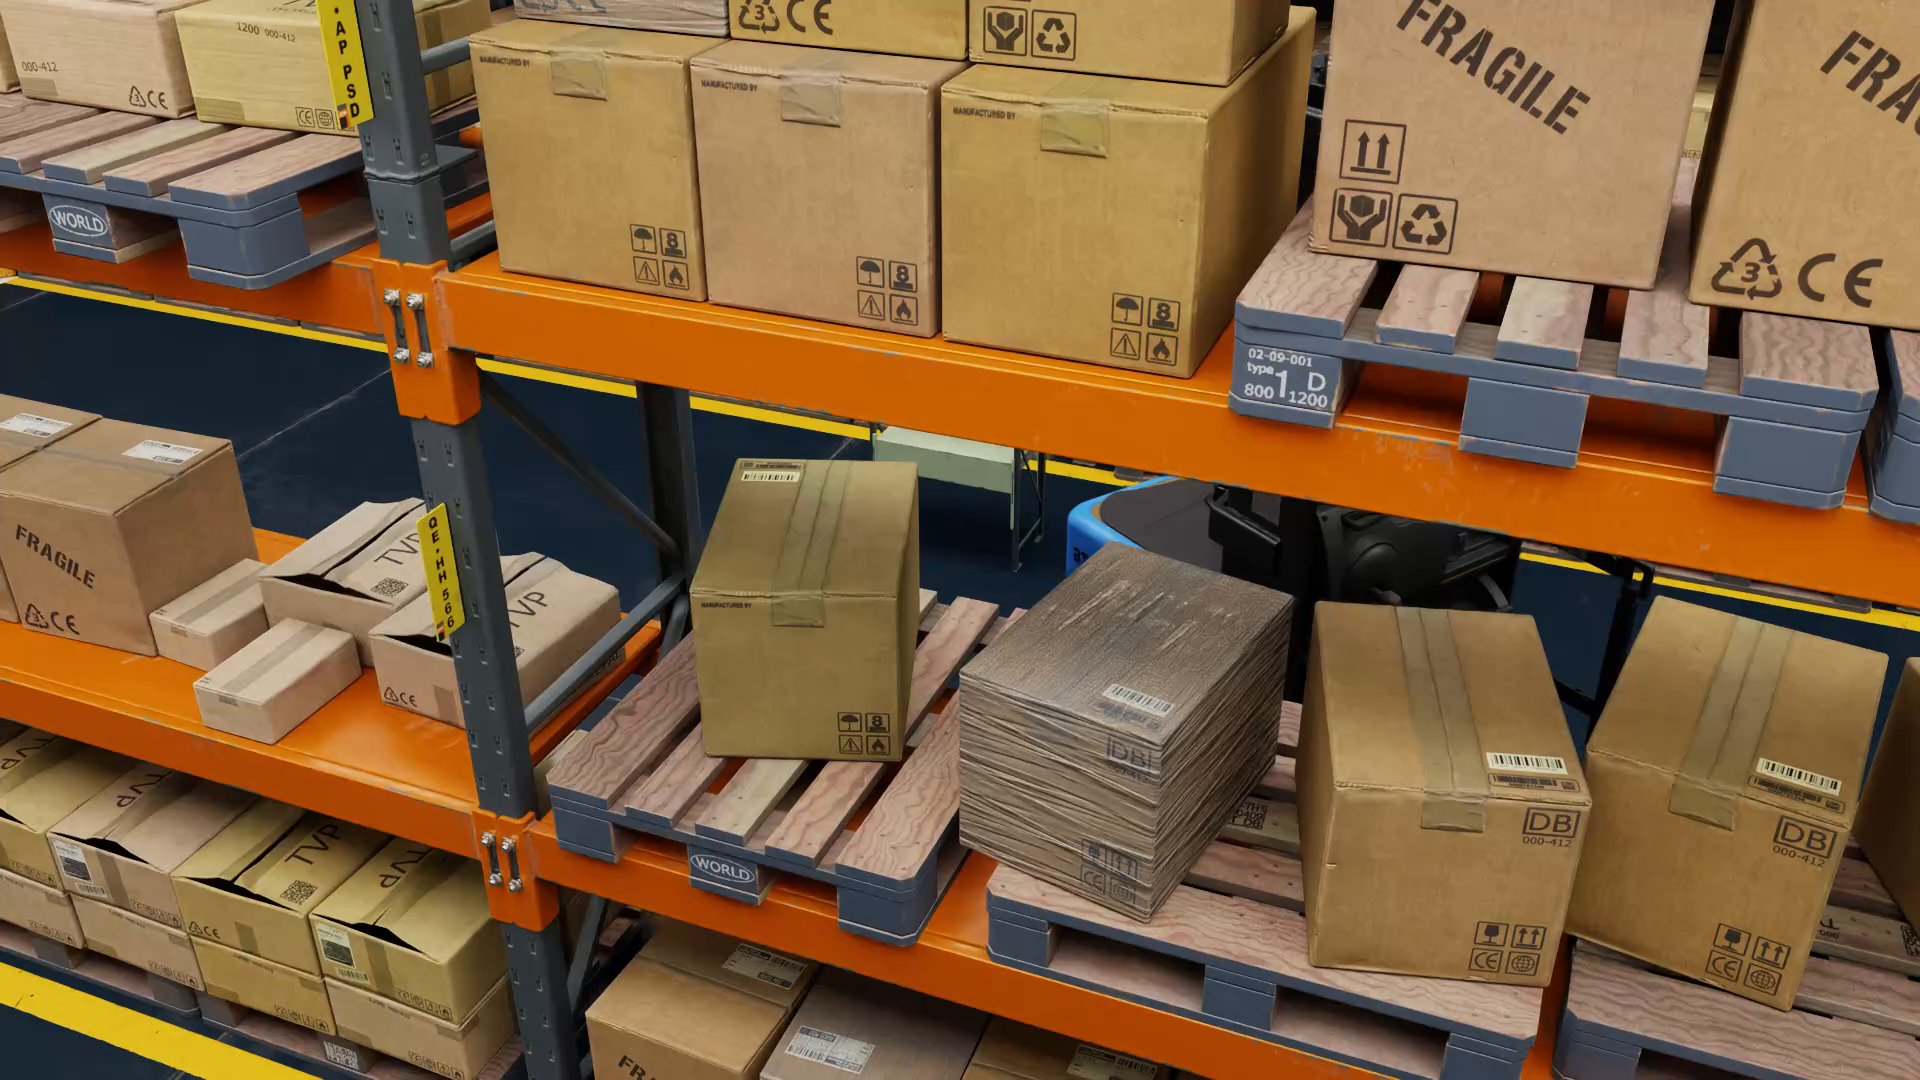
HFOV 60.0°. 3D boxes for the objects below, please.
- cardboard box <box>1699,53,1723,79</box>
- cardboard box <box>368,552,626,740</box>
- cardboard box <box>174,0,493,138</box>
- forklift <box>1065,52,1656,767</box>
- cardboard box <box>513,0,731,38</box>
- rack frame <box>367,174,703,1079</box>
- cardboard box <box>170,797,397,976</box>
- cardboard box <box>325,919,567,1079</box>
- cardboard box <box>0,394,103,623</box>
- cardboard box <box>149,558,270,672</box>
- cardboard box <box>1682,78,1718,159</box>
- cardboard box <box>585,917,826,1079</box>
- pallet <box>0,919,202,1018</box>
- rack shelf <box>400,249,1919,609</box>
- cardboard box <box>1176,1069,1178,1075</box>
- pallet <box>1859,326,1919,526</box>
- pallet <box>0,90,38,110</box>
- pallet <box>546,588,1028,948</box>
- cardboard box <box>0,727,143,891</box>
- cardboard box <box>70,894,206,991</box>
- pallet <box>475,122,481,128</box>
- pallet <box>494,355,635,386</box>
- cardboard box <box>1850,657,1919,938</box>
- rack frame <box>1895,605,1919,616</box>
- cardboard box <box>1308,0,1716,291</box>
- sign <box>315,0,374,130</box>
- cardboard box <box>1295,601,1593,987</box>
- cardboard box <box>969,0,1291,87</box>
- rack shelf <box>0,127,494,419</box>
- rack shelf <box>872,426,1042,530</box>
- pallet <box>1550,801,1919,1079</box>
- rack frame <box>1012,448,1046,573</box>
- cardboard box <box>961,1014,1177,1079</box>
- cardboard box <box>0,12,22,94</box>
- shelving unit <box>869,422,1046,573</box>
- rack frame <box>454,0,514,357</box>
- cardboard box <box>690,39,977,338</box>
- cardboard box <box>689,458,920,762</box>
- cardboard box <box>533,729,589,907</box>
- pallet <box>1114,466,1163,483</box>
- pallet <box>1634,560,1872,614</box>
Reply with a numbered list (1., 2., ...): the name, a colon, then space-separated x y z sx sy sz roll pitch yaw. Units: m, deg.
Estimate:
1. cardboard box: 3.277 -2.087 7.707 0.500 0.250 0.500 10 31 17
2. cardboard box: -1.327 0.280 4.796 0.500 0.311 0.500 13 32 22
3. cardboard box: -1.448 -1.153 3.919 0.500 0.250 0.500 9 31 15
4. forklift: 1.634 -0.002 5.275 1.130 2.935 3.031 -18 34 -29
5. cardboard box: -0.605 -1.372 3.463 0.500 0.500 0.500 11 31 19
6. rack frame: -1.007 0.329 4.620 0.127 3.000 1.000 11 31 19
7. cardboard box: -2.069 1.021 5.193 0.500 0.311 0.500 11 31 18
8. cardboard box: -1.586 1.357 5.169 0.500 0.250 0.500 12 32 20
9. cardboard box: -3.055 -0.115 5.304 0.500 0.500 0.500 11 31 19
10. cardboard box: -2.209 0.228 5.054 0.250 0.149 0.380 14 32 23
11. cardboard box: 3.087 -1.862 7.309 0.500 0.250 0.500 12 32 20
12. cardboard box: -0.692 1.440 4.747 0.500 0.500 0.500 13 32 21
13. pallet: -2.881 1.146 6.008 1.213 0.211 1.003 11 31 19
14. rack shelf: 0.847 -0.294 3.404 4.000 0.370 1.077 11 31 19
15. cardboard box: 0.428 1.387 4.840 0.500 0.500 0.500 10 31 17
16. pallet: 2.122 -0.308 2.889 1.003 0.211 1.213 11 31 19
17. pallet: -2.706 -1.185 4.442 1.213 0.211 1.003 13 32 21
18. pallet: -0.352 0.506 4.502 1.003 0.211 1.213 11 31 19
19. cardboard box: -2.999 0.833 5.526 0.500 0.311 0.500 12 32 20
20. cardboard box: -2.530 1.169 5.502 0.500 0.250 0.500 12 32 20
21. pallet: -2.201 -2.379 9.606 1.213 0.211 1.003 11 31 19
22. pallet: -2.132 -1.313 10.359 1.213 0.211 1.003 11 31 19
23. cardboard box: 2.345 0.653 3.518 0.500 0.500 0.700 1 30 2
24. rack frame: 4.559 -1.191 7.308 0.127 3.000 1.000 11 31 19
25. cardboard box: 1.024 -0.879 3.079 0.600 0.600 0.600 10 31 17
26. sign: -1.223 -0.985 3.290 0.005 0.325 0.100 11 31 19
27. cardboard box: 1.040 0.544 3.711 0.500 0.500 0.700 4 30 6
28. cardboard box: 0.340 -1.184 3.130 0.500 0.500 0.500 11 31 19
29. rack shelf: -2.860 -1.034 4.714 4.000 0.370 1.077 11 31 19
30. rack shelf: -0.006 -0.370 8.044 0.720 0.370 0.431 11 31 19
31. pallet: 2.000 0.955 3.708 1.213 0.211 1.003 11 31 19
32. rack frame: 0.333 -0.586 7.763 0.023 1.500 0.400 11 31 19
33. cardboard box: 0.258 1.629 4.412 0.500 0.500 0.500 11 31 18
34. cardboard box: -2.467 -1.353 4.272 0.500 0.250 0.500 11 31 18
35. shelving unit: -0.006 -0.654 7.883 0.755 1.500 0.431 11 31 19
36. rack frame: -2.854 -2.671 9.927 0.127 3.000 1.000 11 31 19
37. cardboard box: -0.117 -0.861 3.575 0.500 0.500 0.910 11 31 19
38. cardboard box: -0.381 0.167 4.377 0.500 0.500 0.700 1 30 2
39. cardboard box: -1.381 0.868 5.464 0.500 0.311 0.500 12 32 21
40. pallet: 1.555 -0.536 8.985 1.213 0.211 1.003 11 31 19
41. pallet: 3.816 -0.085 8.186 1.213 0.211 1.003 11 31 19
